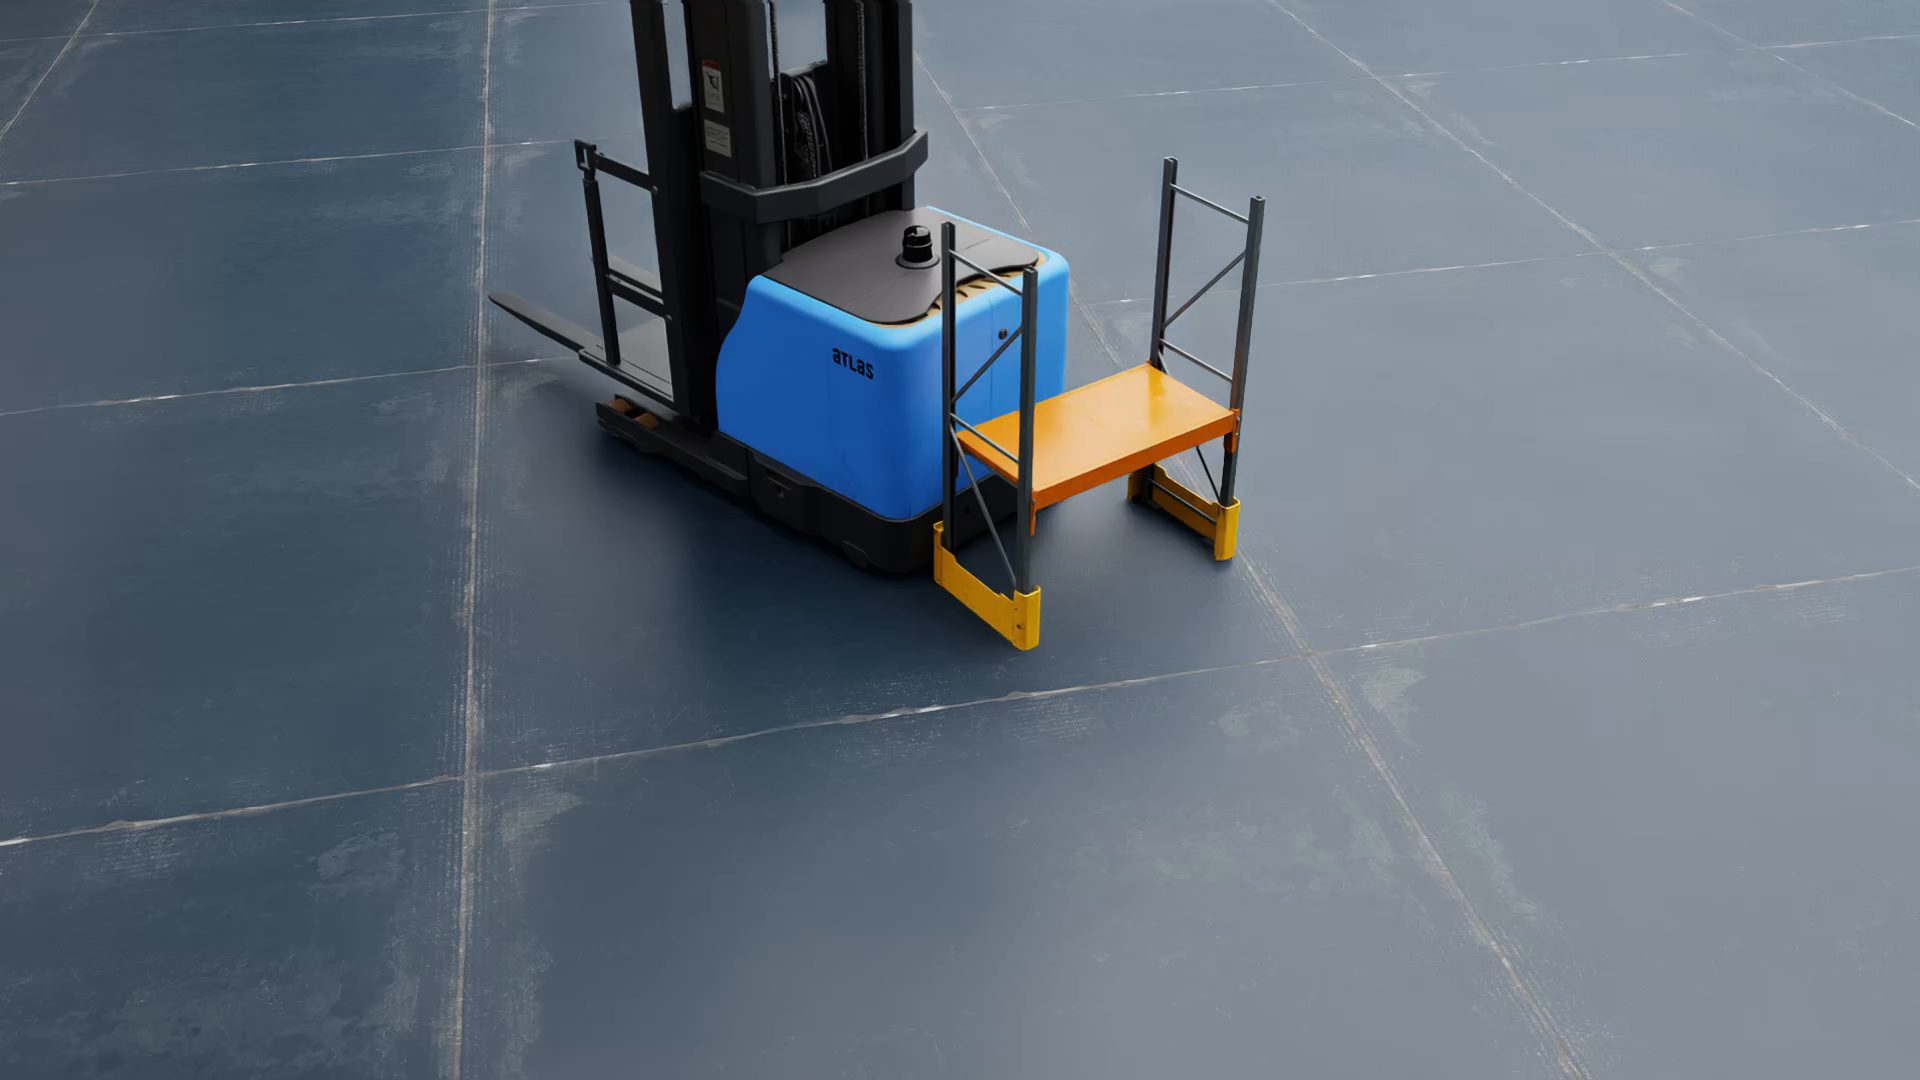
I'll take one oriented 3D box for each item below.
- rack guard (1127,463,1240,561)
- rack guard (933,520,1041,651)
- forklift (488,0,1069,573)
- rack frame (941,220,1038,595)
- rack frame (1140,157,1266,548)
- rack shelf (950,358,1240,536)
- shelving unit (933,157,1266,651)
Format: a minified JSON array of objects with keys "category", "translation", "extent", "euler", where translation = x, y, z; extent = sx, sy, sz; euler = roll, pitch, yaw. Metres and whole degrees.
[{"category":"rack guard","translation":[0.901,-0.161,6.766],"extent":[0.087,0.250,0.587],"euler":[-22,40,-29]},{"category":"rack guard","translation":[0.095,0.165,6.280],"extent":[0.087,0.250,0.587],"euler":[-22,40,-29]},{"category":"forklift","translation":[-0.978,-1.793,6.792],"extent":[3.031,2.935,1.130],"euler":[27,43,35]},{"category":"rack frame","translation":[0.094,-0.354,5.931],"extent":[0.032,1.500,0.500],"euler":[-22,40,-29]},{"category":"rack frame","translation":[0.917,-0.687,6.427],"extent":[0.032,1.500,0.500],"euler":[-22,40,-29]},{"category":"rack shelf","translation":[0.505,-0.371,6.279],"extent":[1.000,0.185,0.538],"euler":[-22,40,-29]},{"category":"shelving unit","translation":[0.498,-0.517,6.175],"extent":[1.083,1.500,0.587],"euler":[-22,40,-29]}]
